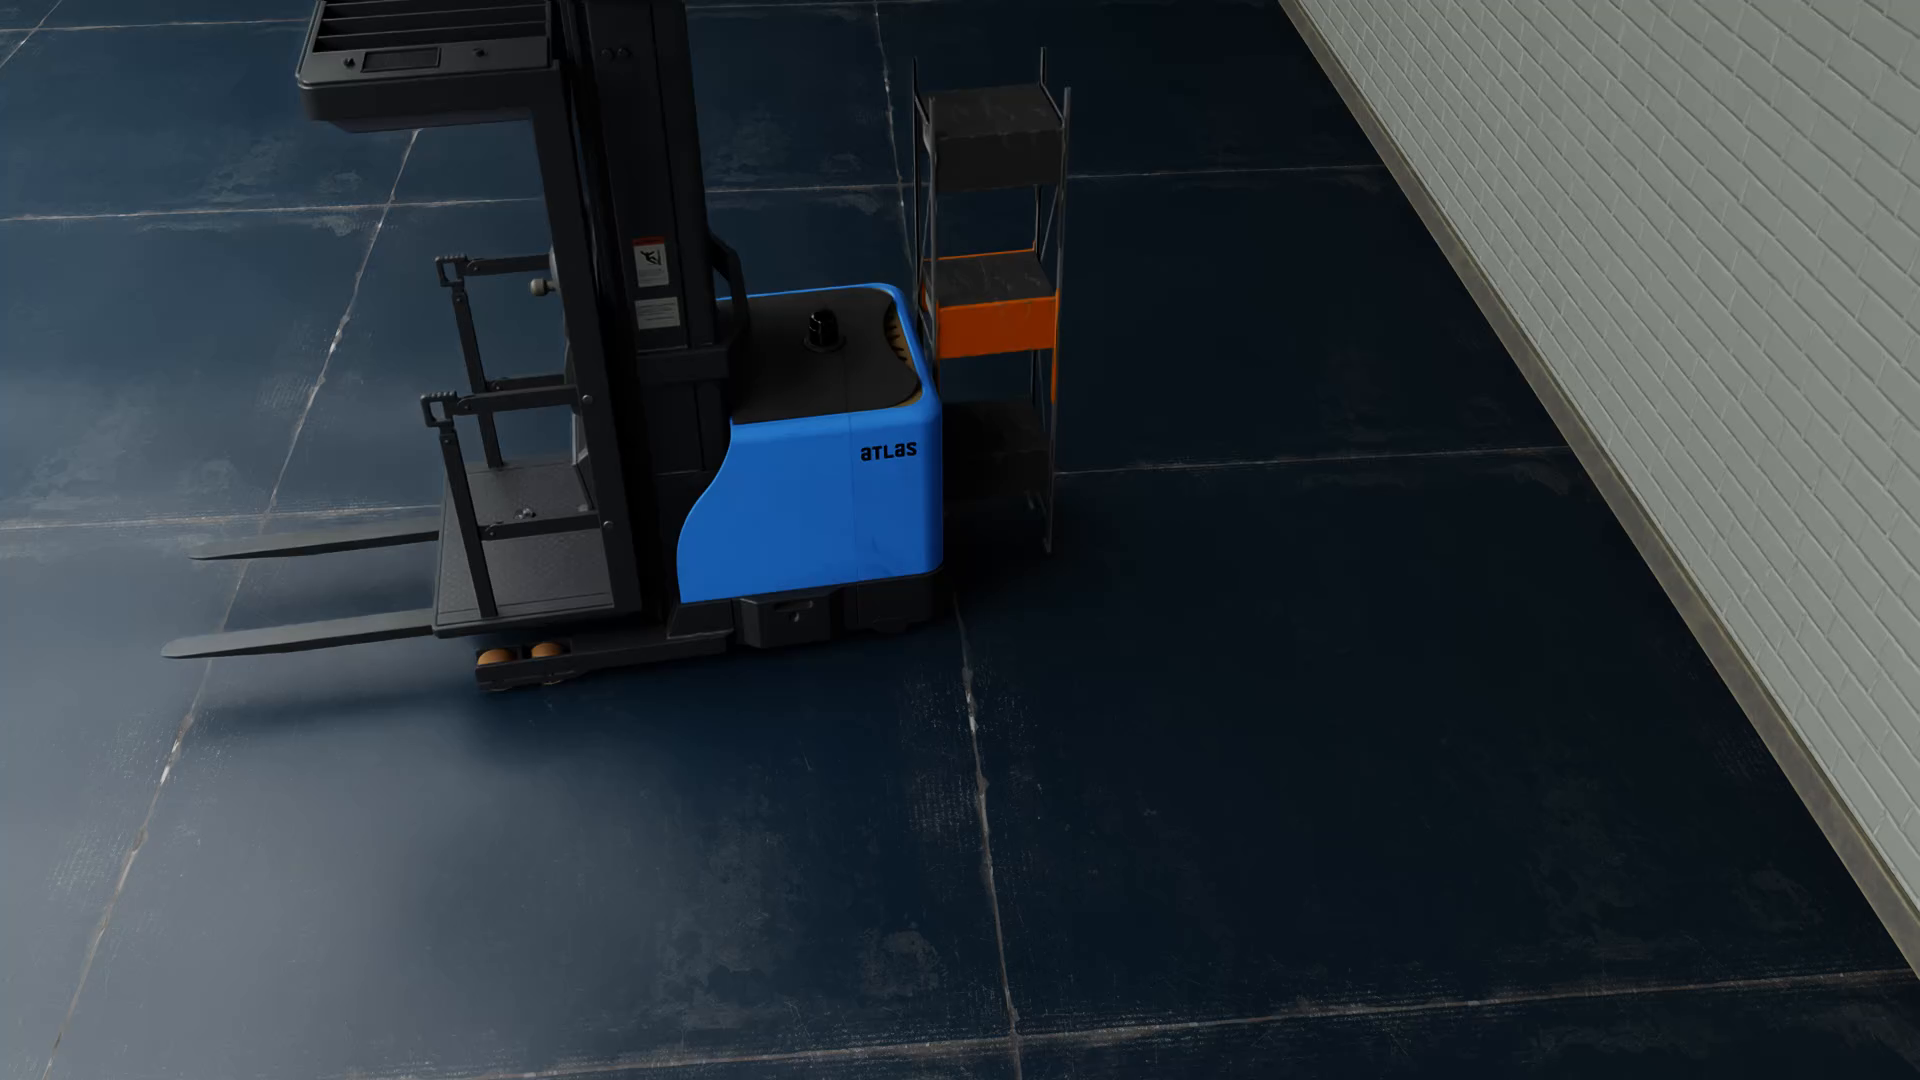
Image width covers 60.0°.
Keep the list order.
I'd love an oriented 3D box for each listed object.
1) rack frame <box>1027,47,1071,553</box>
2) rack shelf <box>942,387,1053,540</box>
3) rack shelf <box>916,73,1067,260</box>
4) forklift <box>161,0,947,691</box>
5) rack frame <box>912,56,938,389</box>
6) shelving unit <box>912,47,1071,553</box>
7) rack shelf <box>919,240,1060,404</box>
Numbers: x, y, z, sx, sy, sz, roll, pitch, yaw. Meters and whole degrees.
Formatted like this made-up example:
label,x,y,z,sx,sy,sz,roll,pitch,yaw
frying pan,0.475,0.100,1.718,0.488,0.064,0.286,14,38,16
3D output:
label,x,y,z,sx,sy,sz,roll,pitch,yaw
rack frame,0.347,-0.889,6.682,0.015,2.100,0.400,-7,39,-9
rack shelf,0.107,-0.300,7.087,0.480,0.518,0.431,-7,39,-9
rack shelf,0.107,-1.399,6.220,0.480,0.518,0.431,-7,39,-9
forklift,-1.621,-0.917,6.046,3.031,2.935,1.130,-7,39,-9
rack frame,-0.132,-0.831,6.609,0.015,2.100,0.400,-7,39,-9
shelving unit,0.107,-0.860,6.645,0.503,2.100,0.431,-7,39,-9
rack shelf,0.107,-0.850,6.654,0.480,0.518,0.431,-7,39,-9
